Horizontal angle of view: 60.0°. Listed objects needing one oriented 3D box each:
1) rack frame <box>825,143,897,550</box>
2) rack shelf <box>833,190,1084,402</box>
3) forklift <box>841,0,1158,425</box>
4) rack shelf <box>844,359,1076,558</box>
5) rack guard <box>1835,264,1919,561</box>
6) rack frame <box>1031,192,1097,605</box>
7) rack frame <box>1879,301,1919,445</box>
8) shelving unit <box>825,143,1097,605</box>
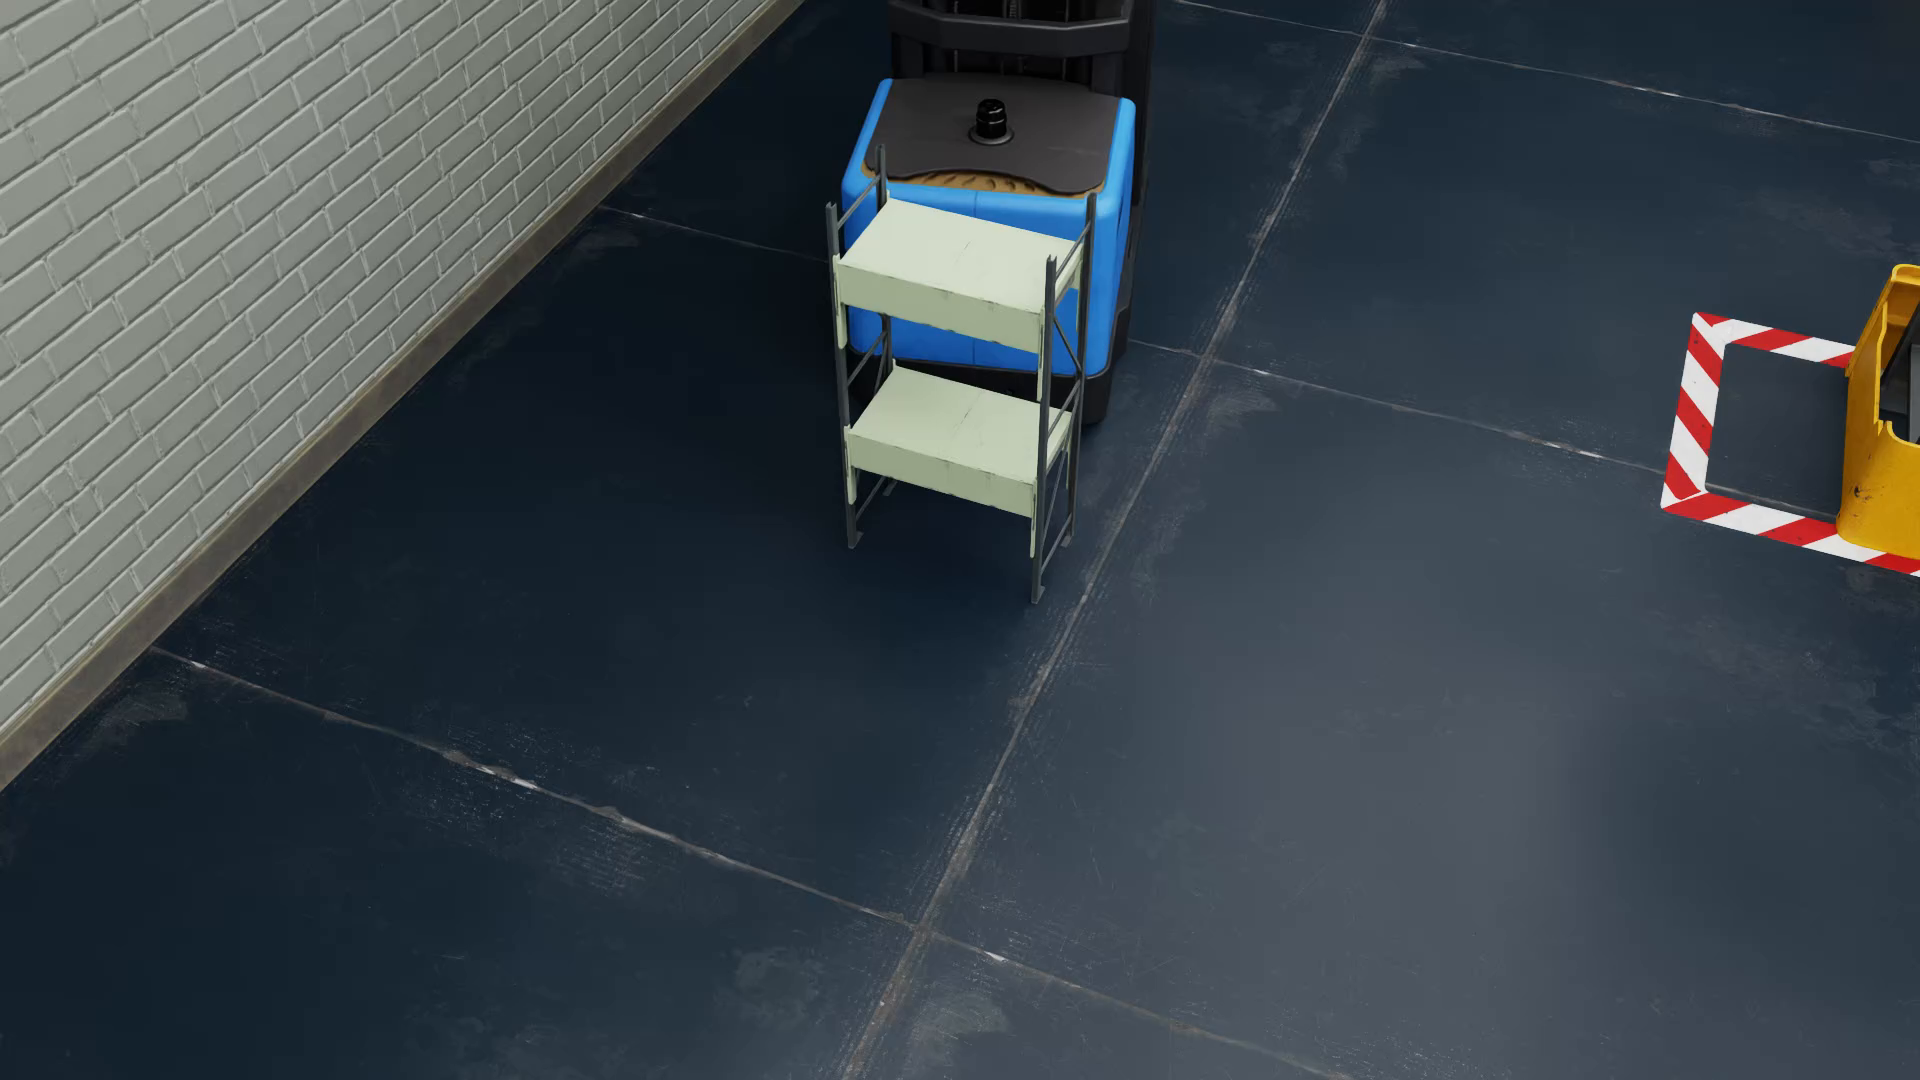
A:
[{"bbox_3d":[-0.332,-0.629,5.819,0.023,1.500,0.400,16,47,16],"label":"rack frame"},{"bbox_3d":[0.006,-0.807,5.444,0.720,0.370,0.431,16,47,16],"label":"rack shelf"},{"bbox_3d":[0.295,-2.545,6.730,1.130,2.935,3.031,7,45,7],"label":"forklift"},{"bbox_3d":[0.006,-0.299,5.949,0.720,0.370,0.431,16,47,16],"label":"rack shelf"},{"bbox_3d":[3.674,-0.513,6.411,0.348,0.500,1.175,16,47,16],"label":"rack guard"},{"bbox_3d":[0.344,-0.430,5.619,0.023,1.500,0.400,16,47,16],"label":"rack frame"},{"bbox_3d":[3.696,-1.393,5.523,0.127,3.000,1.000,16,47,16],"label":"rack frame"},{"bbox_3d":[0.006,-0.530,5.719,0.755,1.500,0.431,16,47,16],"label":"shelving unit"}]
